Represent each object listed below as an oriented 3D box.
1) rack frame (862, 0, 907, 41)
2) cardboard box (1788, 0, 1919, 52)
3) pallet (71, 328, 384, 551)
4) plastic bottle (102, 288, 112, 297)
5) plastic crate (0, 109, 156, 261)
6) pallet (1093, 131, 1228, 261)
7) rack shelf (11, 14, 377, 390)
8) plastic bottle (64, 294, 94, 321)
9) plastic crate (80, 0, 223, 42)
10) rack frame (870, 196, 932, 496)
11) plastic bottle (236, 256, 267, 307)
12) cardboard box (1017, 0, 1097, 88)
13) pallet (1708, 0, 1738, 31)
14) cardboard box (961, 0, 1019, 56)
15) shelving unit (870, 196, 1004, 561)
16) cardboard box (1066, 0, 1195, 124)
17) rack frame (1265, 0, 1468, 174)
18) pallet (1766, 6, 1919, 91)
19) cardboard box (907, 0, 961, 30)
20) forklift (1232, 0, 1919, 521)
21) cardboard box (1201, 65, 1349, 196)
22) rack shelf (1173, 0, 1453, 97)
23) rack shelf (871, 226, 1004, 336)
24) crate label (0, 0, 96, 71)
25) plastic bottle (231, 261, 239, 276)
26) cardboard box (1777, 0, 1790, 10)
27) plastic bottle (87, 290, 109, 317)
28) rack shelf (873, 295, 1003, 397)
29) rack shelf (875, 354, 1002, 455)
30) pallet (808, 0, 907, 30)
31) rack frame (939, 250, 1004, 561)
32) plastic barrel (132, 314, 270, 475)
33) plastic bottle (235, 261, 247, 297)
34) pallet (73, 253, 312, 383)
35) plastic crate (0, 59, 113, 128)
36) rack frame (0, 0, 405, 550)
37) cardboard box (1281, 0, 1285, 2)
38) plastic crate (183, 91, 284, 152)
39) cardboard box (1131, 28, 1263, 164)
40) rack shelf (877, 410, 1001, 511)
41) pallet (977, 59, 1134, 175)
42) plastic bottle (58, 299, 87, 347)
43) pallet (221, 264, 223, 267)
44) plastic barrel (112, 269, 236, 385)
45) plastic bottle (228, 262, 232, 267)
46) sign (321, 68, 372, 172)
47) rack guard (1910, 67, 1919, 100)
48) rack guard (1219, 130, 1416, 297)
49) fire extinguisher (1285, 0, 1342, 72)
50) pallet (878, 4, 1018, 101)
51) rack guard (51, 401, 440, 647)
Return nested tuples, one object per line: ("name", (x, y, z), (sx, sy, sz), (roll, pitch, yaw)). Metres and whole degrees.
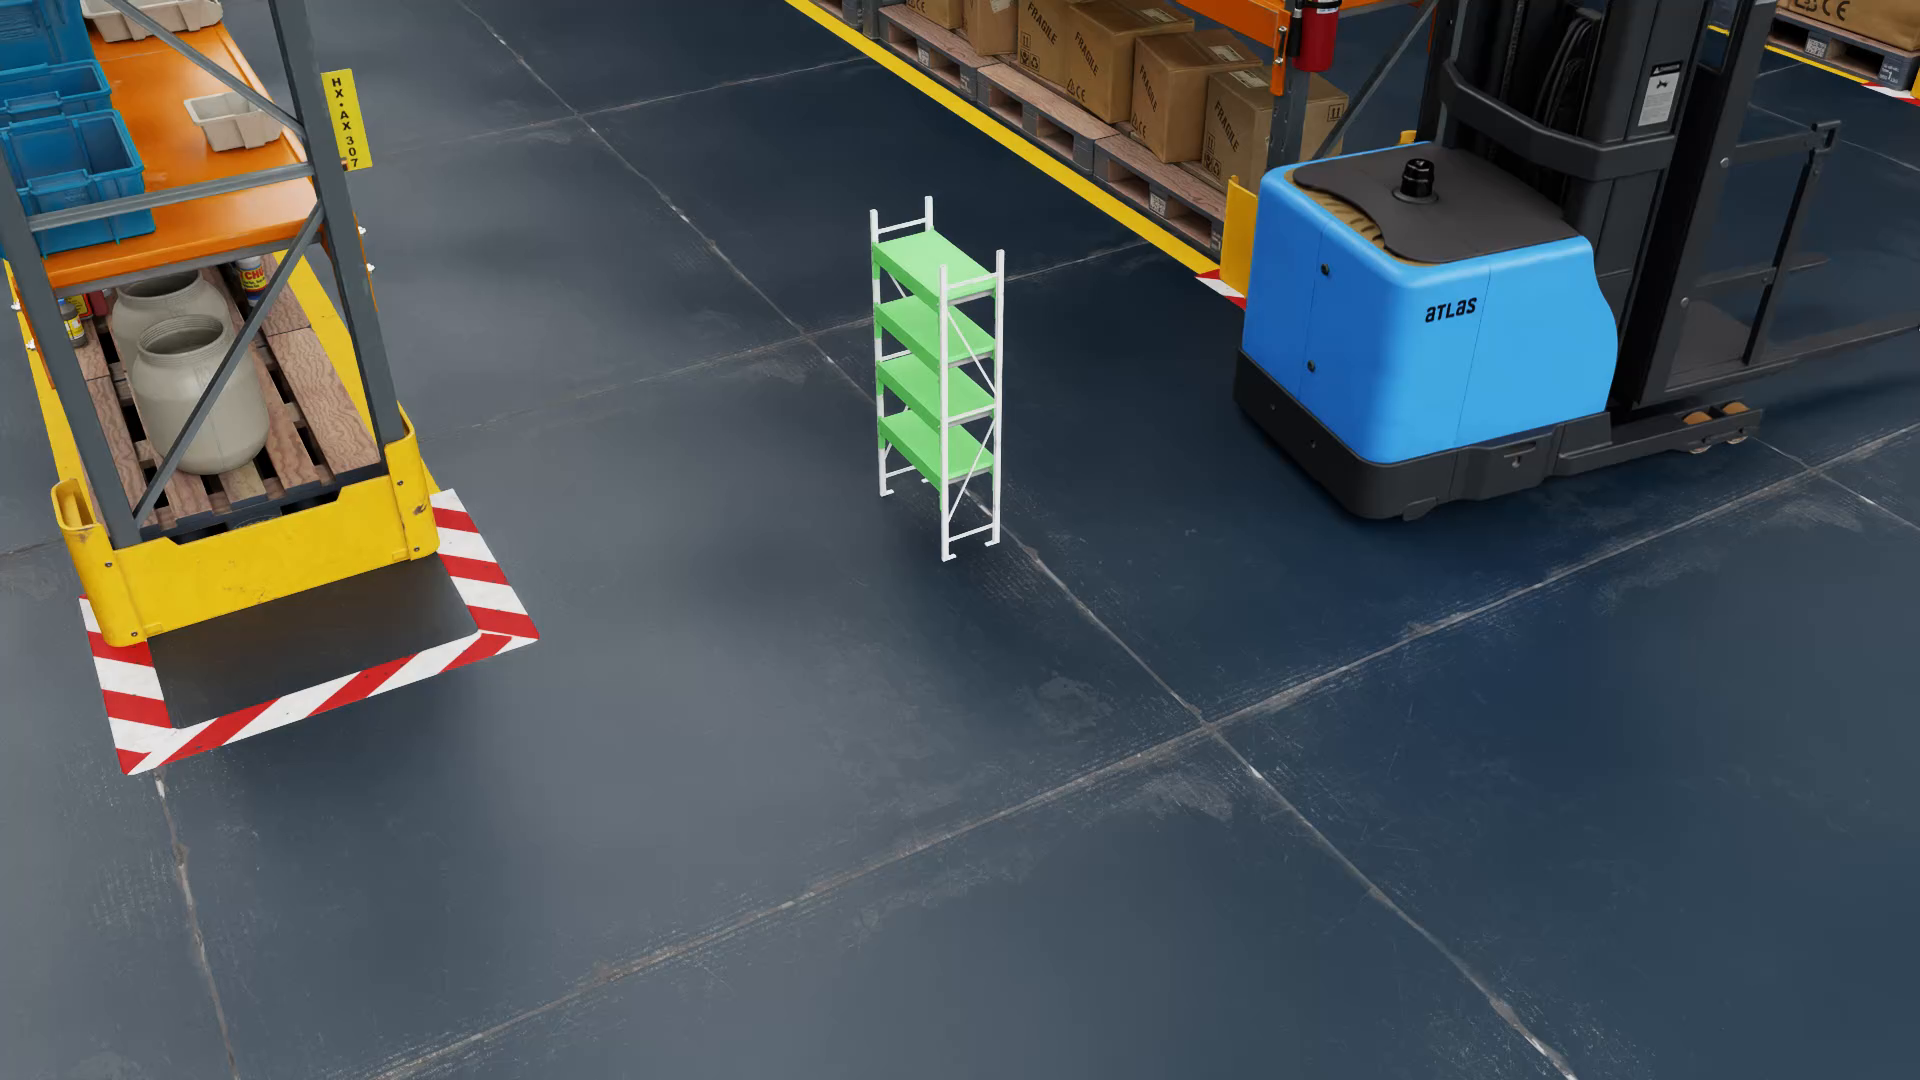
("rack frame", (-0.162, -4.570, 9.964), (1.000, 3.000, 0.127), (-19, 40, -24))
("cardboard box", (5.789, -3.586, 10.063), (0.875, 0.875, 0.875), (-19, 40, -24))
("pallet", (-2.917, -0.377, 6.588), (1.003, 0.211, 1.213), (-19, 40, -24))
("plastic bottle", (-3.811, -1.171, 7.309), (0.097, 0.201, 0.097), (0, 36, 0))
("plastic crate", (-2.945, -1.169, 5.434), (0.499, 0.251, 0.616), (-19, 40, -24))
("pallet", (1.432, -1.868, 8.628), (1.003, 0.211, 1.213), (-19, 40, -24))
("rack shelf", (-3.440, -1.792, 6.770), (1.077, 0.370, 4.000), (-19, 40, -24))
("plastic bottle", (-3.840, -1.084, 7.127), (0.152, 0.276, 0.135), (-19, 40, -24))
("plastic crate", (-3.410, -2.243, 7.002), (0.530, 0.136, 0.437), (-19, 40, -24))
("rack frame", (-0.206, -0.693, 6.182), (0.240, 1.200, 0.015), (-19, 40, -24))
("plastic bottle", (-3.076, -1.156, 7.229), (0.097, 0.271, 0.097), (0, 36, 0))
("cardboard box", (0.678, -2.931, 9.484), (0.500, 0.500, 0.500), (-23, 42, -28))
("pallet", (5.109, -3.829, 11.313), (1.003, 0.211, 1.213), (-19, 40, -24))
("cardboard box", (0.299, -3.225, 9.885), (0.500, 0.500, 0.500), (-7, 37, -9))
("shelving unit", (-0.083, -0.569, 6.012), (0.258, 1.200, 0.503), (-19, 40, -24))
("cardboard box", (0.920, -2.634, 9.076), (0.500, 0.500, 0.500), (-15, 39, -20))
("rack frame", (1.847, -2.530, 7.171), (1.000, 3.000, 0.127), (-19, 40, -24))
("pallet", (5.717, -3.207, 10.462), (1.003, 0.211, 1.213), (-19, 40, -24))
("cardboard box", (0.004, -3.515, 10.282), (0.500, 0.500, 0.500), (-20, 41, -25))
("forklift", (2.706, -1.807, 6.240), (3.031, 2.935, 1.130), (-14, 38, -18))
("cardboard box", (1.548, -2.014, 8.228), (0.500, 0.500, 0.500), (-12, 38, -16))
("rack shelf", (0.843, -3.260, 8.780), (1.077, 0.370, 4.000), (-19, 40, -24))
("rack shelf", (-0.083, -0.905, 5.766), (0.258, 0.148, 0.480), (-19, 40, -24))
("crate label", (-3.594, -1.935, 6.327), (0.502, 0.435, 0.616), (-19, 40, -24))
("plastic bottle", (-3.249, -1.330, 7.468), (0.097, 0.271, 0.097), (0, 36, 0))
("cardboard box", (5.345, -4.034, 10.676), (0.875, 0.875, 0.875), (-20, 40, -25))
("plastic bottle", (-3.748, -1.119, 7.168), (0.061, 0.283, 0.133), (-19, 40, -24))
("rack shelf", (-0.083, -0.711, 5.908), (0.258, 0.148, 0.480), (-19, 40, -24))
("rack shelf", (-0.083, -0.517, 6.049), (0.258, 0.148, 0.480), (-19, 40, -24))
("pallet", (-0.555, -3.841, 11.330), (1.003, 0.211, 1.213), (-19, 40, -24))
("rack frame", (0.039, -0.445, 5.841), (0.240, 1.200, 0.015), (-19, 40, -24))
("plastic barrel", (-2.832, -0.541, 6.200), (0.421, 0.512, 0.421), (0, 36, 0))
("plastic bottle", (-3.129, -1.180, 7.322), (0.097, 0.201, 0.097), (0, 36, 0))
("pallet", (-3.526, -0.999, 7.439), (1.003, 0.211, 1.213), (-19, 40, -24))
("plastic crate", (-3.267, -1.502, 5.889), (0.499, 0.251, 0.408), (-19, 40, -24))
("rack frame", (-2.435, -1.063, 5.162), (1.000, 3.000, 0.127), (-19, 40, -24))
("cardboard box", (1.526, -2.513, 7.361), (0.380, 0.149, 0.250), (-19, 40, -24))
("plastic crate", (-2.606, -1.508, 5.995), (0.298, 0.136, 0.250), (-19, 40, -24))
("cardboard box", (1.218, -2.309, 8.631), (0.500, 0.500, 0.500), (-9, 37, -12))
("rack shelf", (-0.083, -0.324, 6.191), (0.258, 0.148, 0.480), (-19, 40, -24))
("pallet", (0.823, -2.489, 9.479), (1.003, 0.211, 1.213), (-19, 40, -24))
("plastic bottle", (-3.737, -0.917, 6.962), (0.097, 0.201, 0.097), (0, 36, 0))
("pallet", (-4.143, -1.622, 8.291), (1.003, 0.211, 1.213), (-19, 40, -24))
("plastic barrel", (-3.084, -0.796, 6.550), (0.421, 0.512, 0.421), (0, 36, 0))
("plastic bottle", (-3.299, -1.381, 7.538), (0.097, 0.271, 0.097), (0, 36, 0))
("sign", (-1.957, -1.335, 5.300), (0.100, 0.325, 0.005), (-19, 40, -24))
("rack guard", (6.199, -2.927, 9.834), (1.175, 0.500, 0.348), (-19, 40, -24))
("rack guard", (1.809, -1.560, 7.962), (1.175, 0.500, 0.348), (-19, 40, -24))
("fire extinguisher", (1.507, -2.304, 6.927), (0.296, 0.674, 0.183), (-19, 40, -24))
("pallet", (0.206, -3.112, 10.332), (1.003, 0.211, 1.213), (-19, 40, -24))
("rack guard", (-2.514, -0.078, 5.933), (1.175, 0.500, 0.348), (-19, 40, -24))
